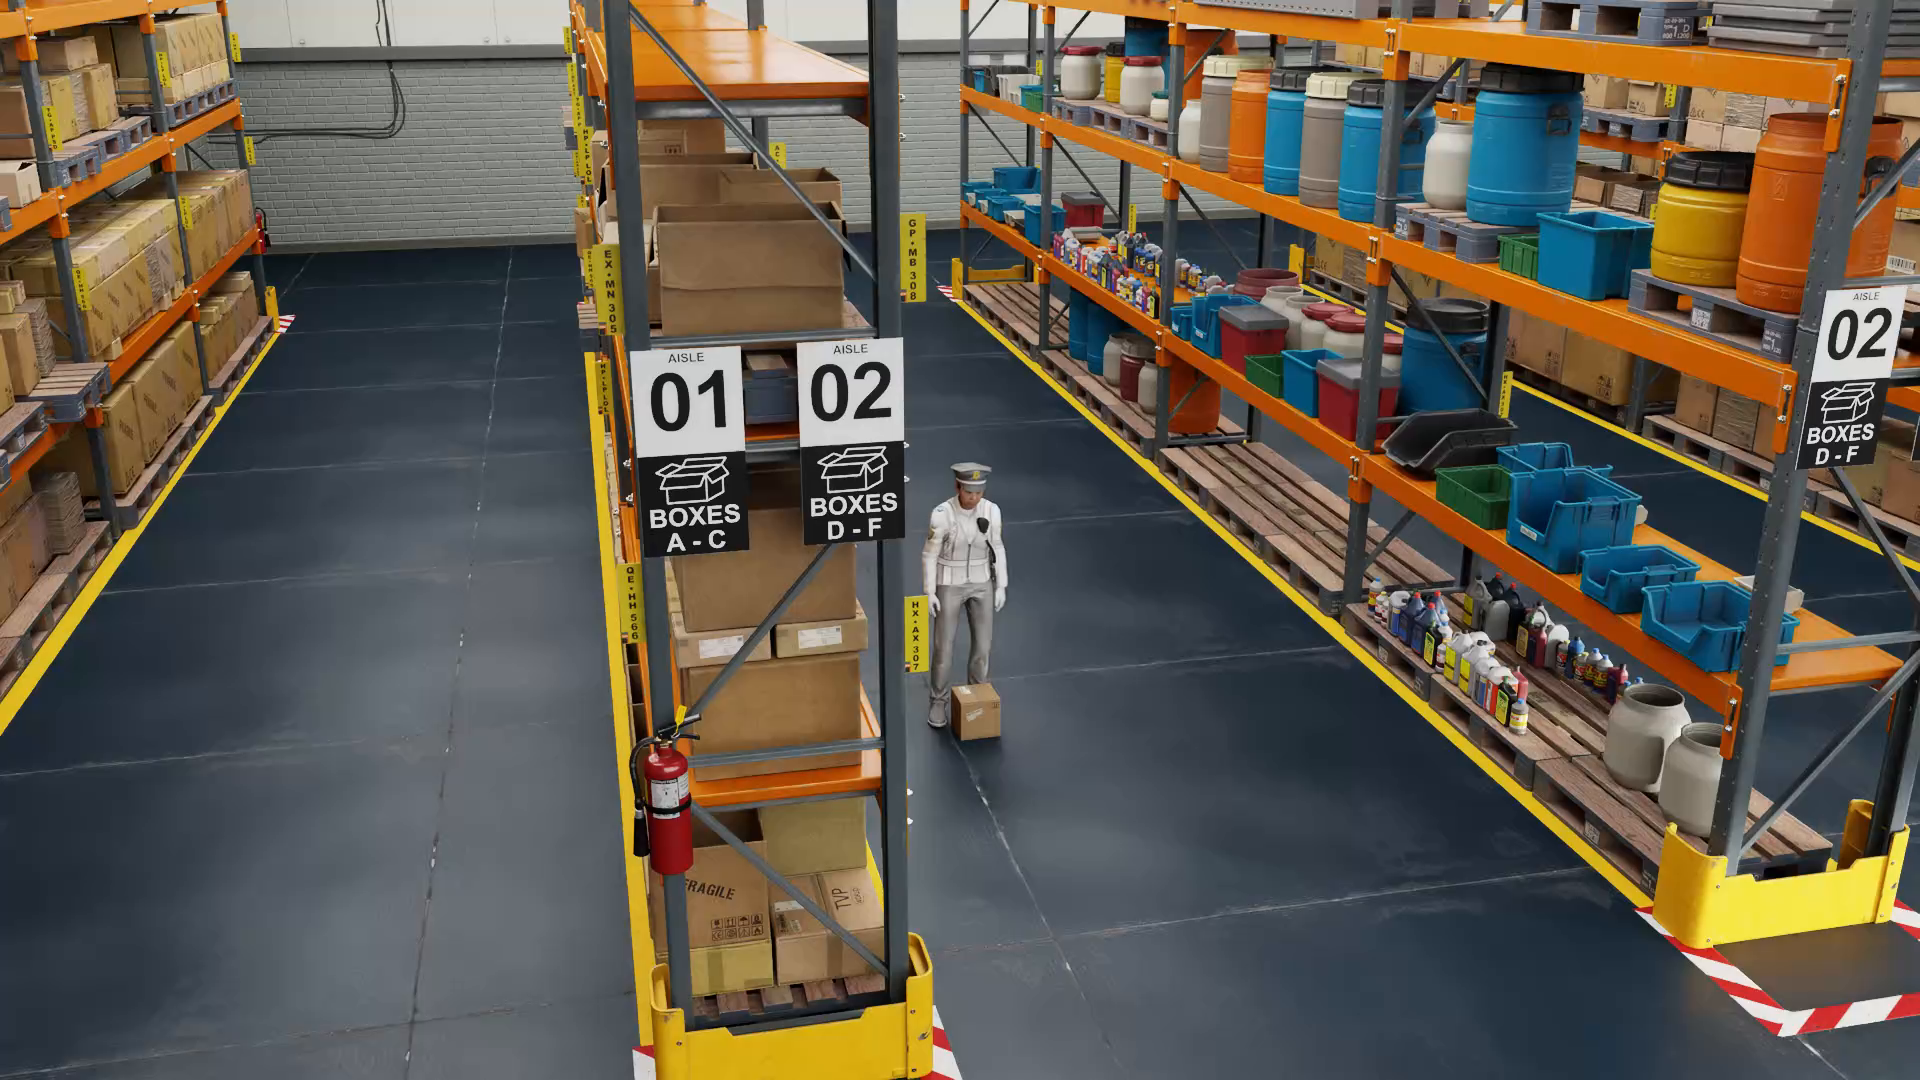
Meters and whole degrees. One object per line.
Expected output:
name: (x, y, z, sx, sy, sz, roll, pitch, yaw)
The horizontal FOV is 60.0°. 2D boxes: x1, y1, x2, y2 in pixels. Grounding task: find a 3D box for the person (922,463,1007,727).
person: (0.036, 0.317, 10.182, 0.531, 1.663, 0.404, -5, 20, -13)
